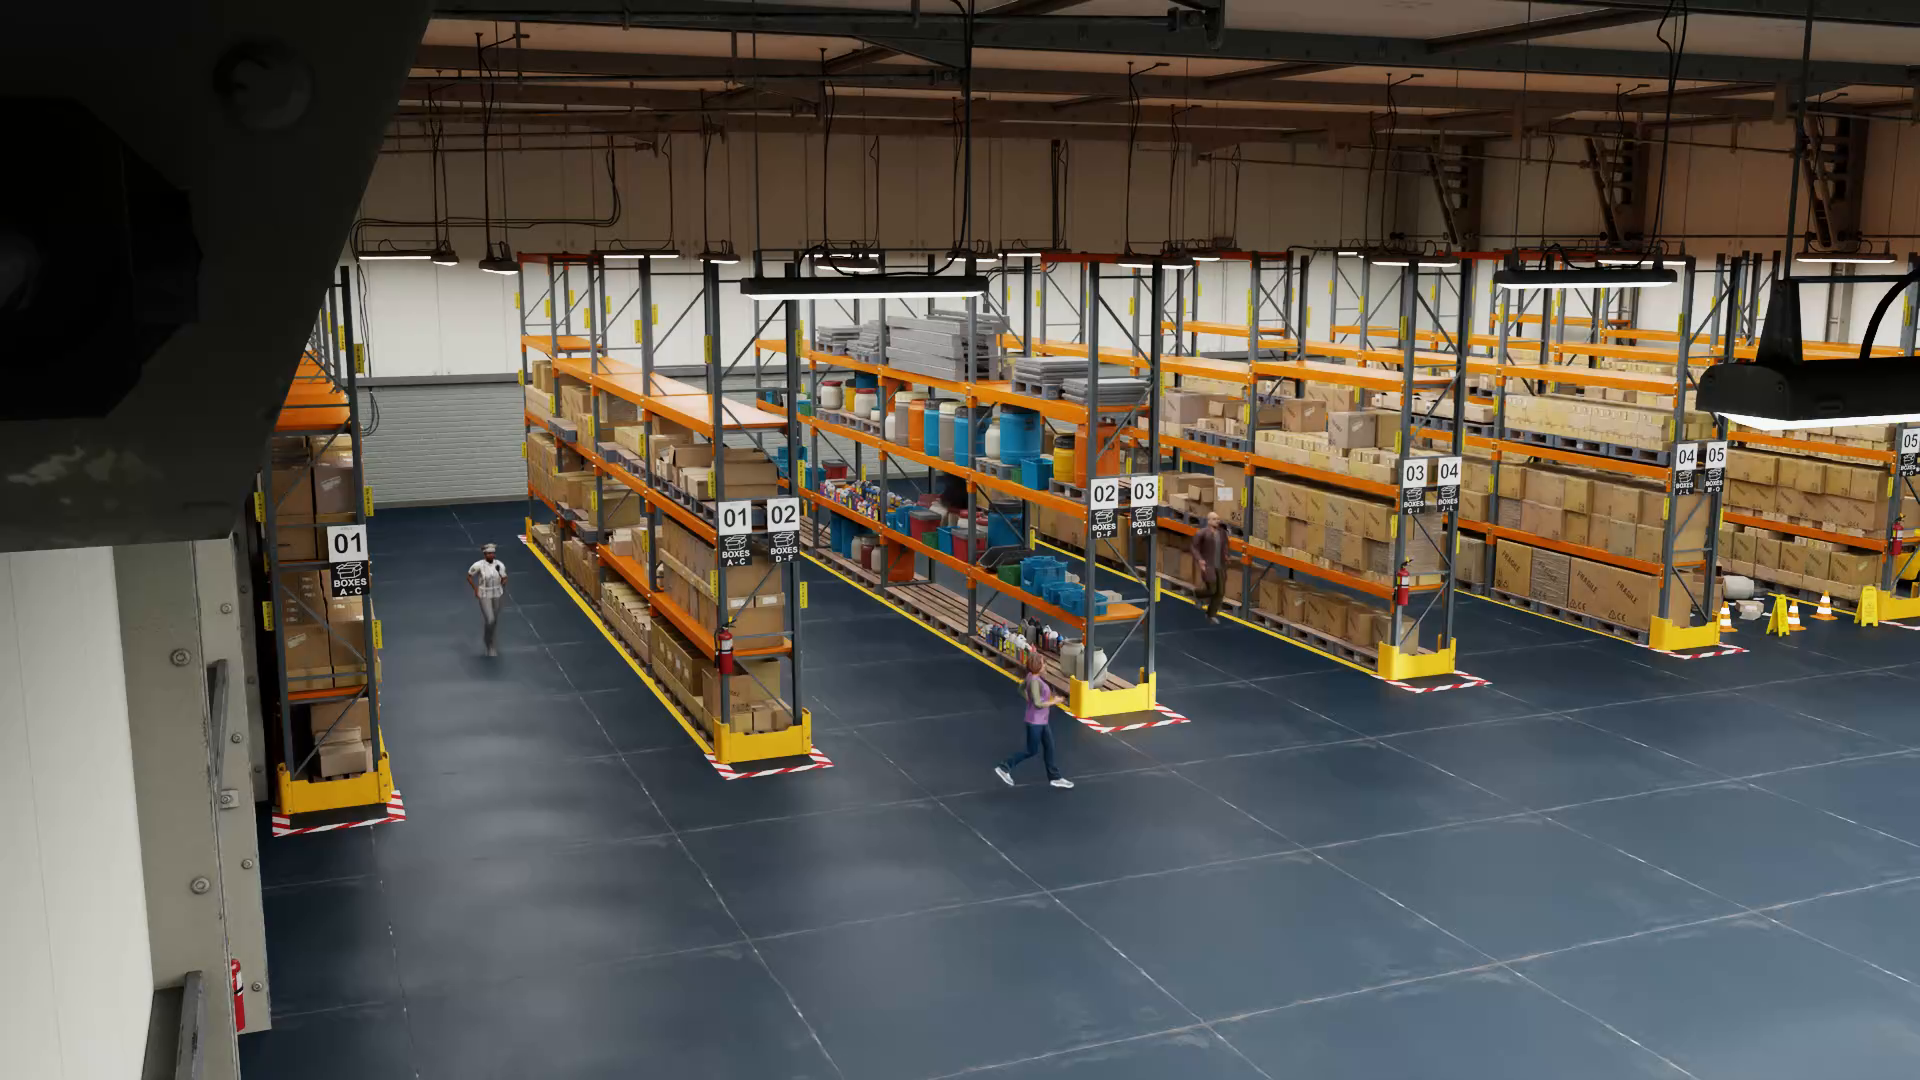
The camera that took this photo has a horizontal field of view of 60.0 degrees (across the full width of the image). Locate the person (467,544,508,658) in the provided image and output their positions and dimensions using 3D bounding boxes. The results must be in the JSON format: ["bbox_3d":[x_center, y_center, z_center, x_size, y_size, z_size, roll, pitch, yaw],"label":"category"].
[{"bbox_3d":[-7.184,0.907,25.433,0.558,1.760,0.774,-8,13,-38],"label":"person"}]

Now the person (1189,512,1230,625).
[{"bbox_3d":[3.971,0.428,26.373,0.724,1.770,0.653,-5,11,-23],"label":"person"}]

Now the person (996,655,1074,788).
[{"bbox_3d":[0.865,2.085,19.092,0.904,1.579,0.539,1,10,5],"label":"person"}]
